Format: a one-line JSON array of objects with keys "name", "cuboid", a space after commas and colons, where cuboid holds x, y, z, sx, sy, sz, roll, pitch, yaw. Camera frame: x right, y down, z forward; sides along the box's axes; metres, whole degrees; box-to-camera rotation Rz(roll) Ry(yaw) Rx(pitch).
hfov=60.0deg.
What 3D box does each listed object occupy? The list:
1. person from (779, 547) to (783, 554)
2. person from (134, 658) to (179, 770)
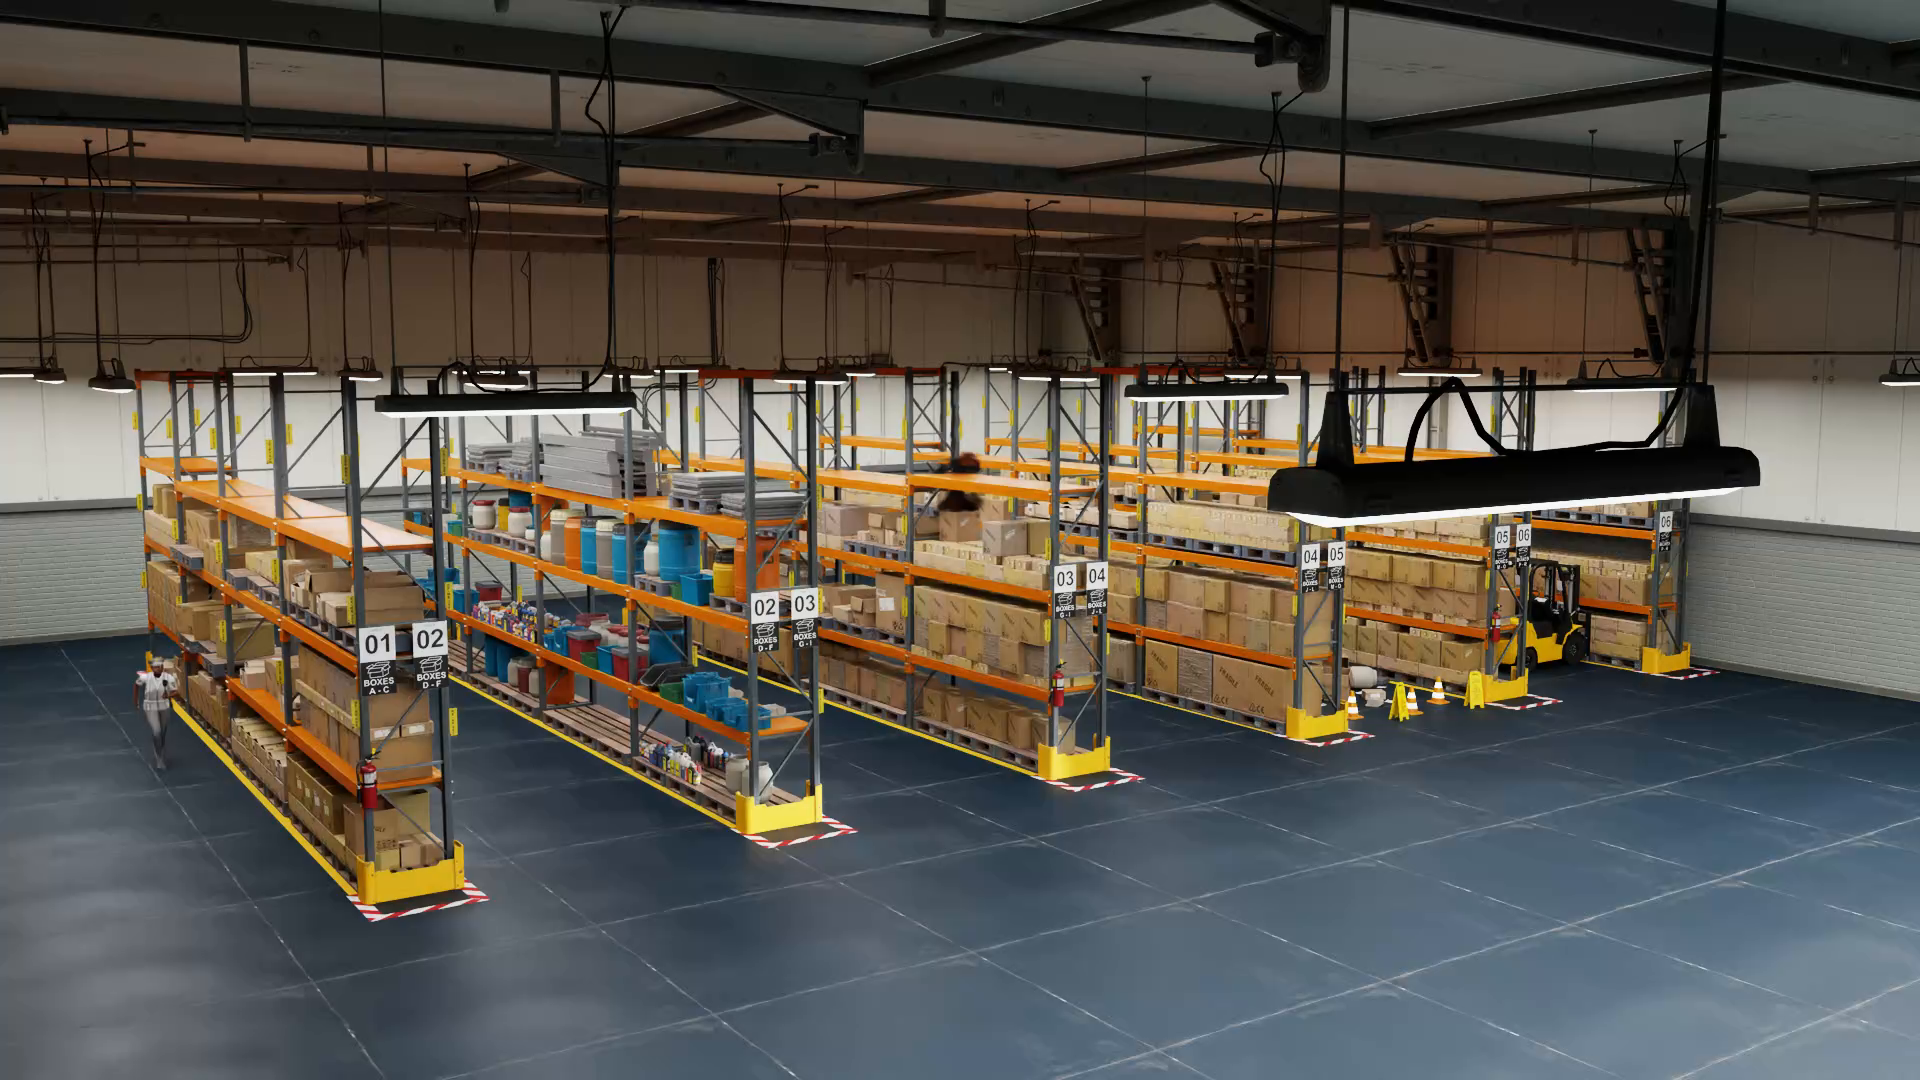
[{"name": "person", "cuboid": [-4.315, 0.970, 39.752, 0.681, 1.763, 0.643, -3, 7, -28]}, {"name": "person", "cuboid": [-12.323, 2.628, 25.533, 0.599, 1.736, 0.848, -4, 8, -31]}]
